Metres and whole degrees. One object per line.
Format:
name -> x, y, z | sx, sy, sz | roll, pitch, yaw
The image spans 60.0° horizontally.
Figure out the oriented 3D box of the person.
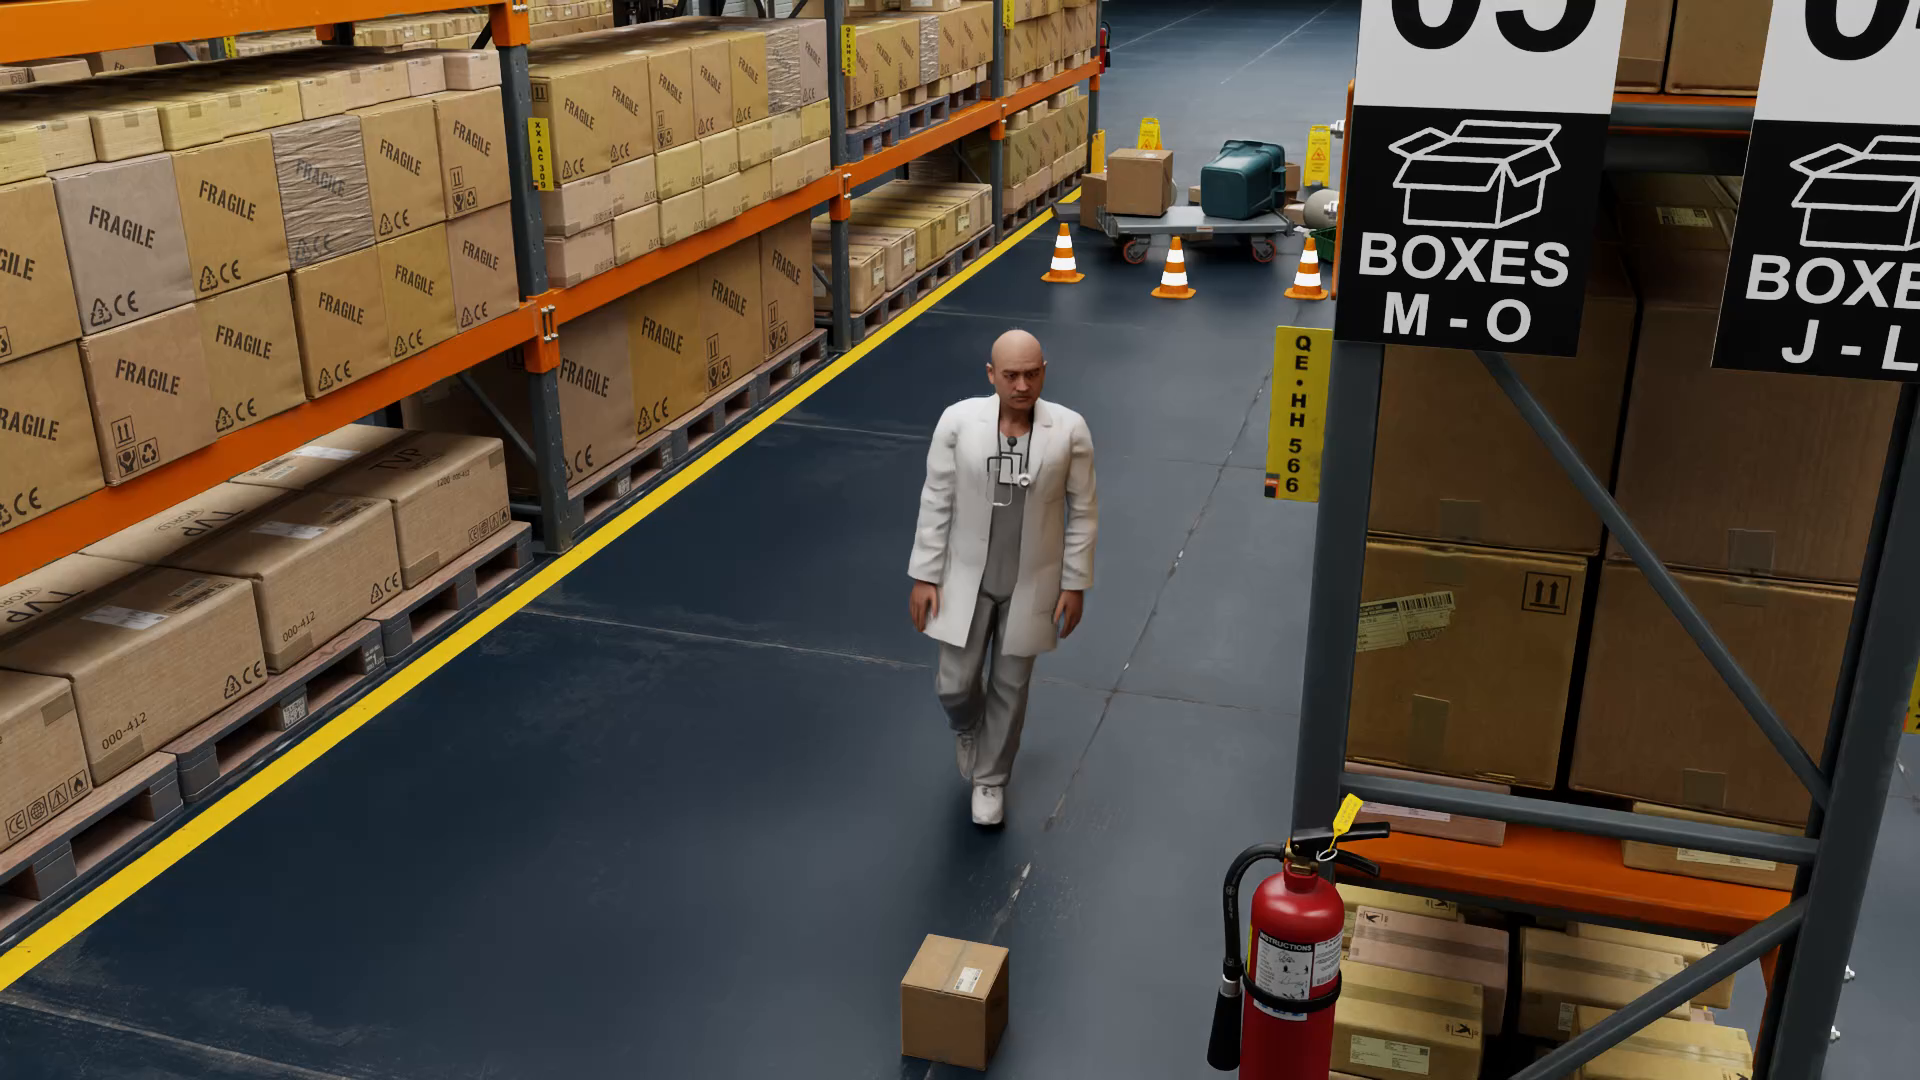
person -> 0.151, 0.115, 5.764 | 0.643, 1.771, 0.592 | 1, 22, 4
